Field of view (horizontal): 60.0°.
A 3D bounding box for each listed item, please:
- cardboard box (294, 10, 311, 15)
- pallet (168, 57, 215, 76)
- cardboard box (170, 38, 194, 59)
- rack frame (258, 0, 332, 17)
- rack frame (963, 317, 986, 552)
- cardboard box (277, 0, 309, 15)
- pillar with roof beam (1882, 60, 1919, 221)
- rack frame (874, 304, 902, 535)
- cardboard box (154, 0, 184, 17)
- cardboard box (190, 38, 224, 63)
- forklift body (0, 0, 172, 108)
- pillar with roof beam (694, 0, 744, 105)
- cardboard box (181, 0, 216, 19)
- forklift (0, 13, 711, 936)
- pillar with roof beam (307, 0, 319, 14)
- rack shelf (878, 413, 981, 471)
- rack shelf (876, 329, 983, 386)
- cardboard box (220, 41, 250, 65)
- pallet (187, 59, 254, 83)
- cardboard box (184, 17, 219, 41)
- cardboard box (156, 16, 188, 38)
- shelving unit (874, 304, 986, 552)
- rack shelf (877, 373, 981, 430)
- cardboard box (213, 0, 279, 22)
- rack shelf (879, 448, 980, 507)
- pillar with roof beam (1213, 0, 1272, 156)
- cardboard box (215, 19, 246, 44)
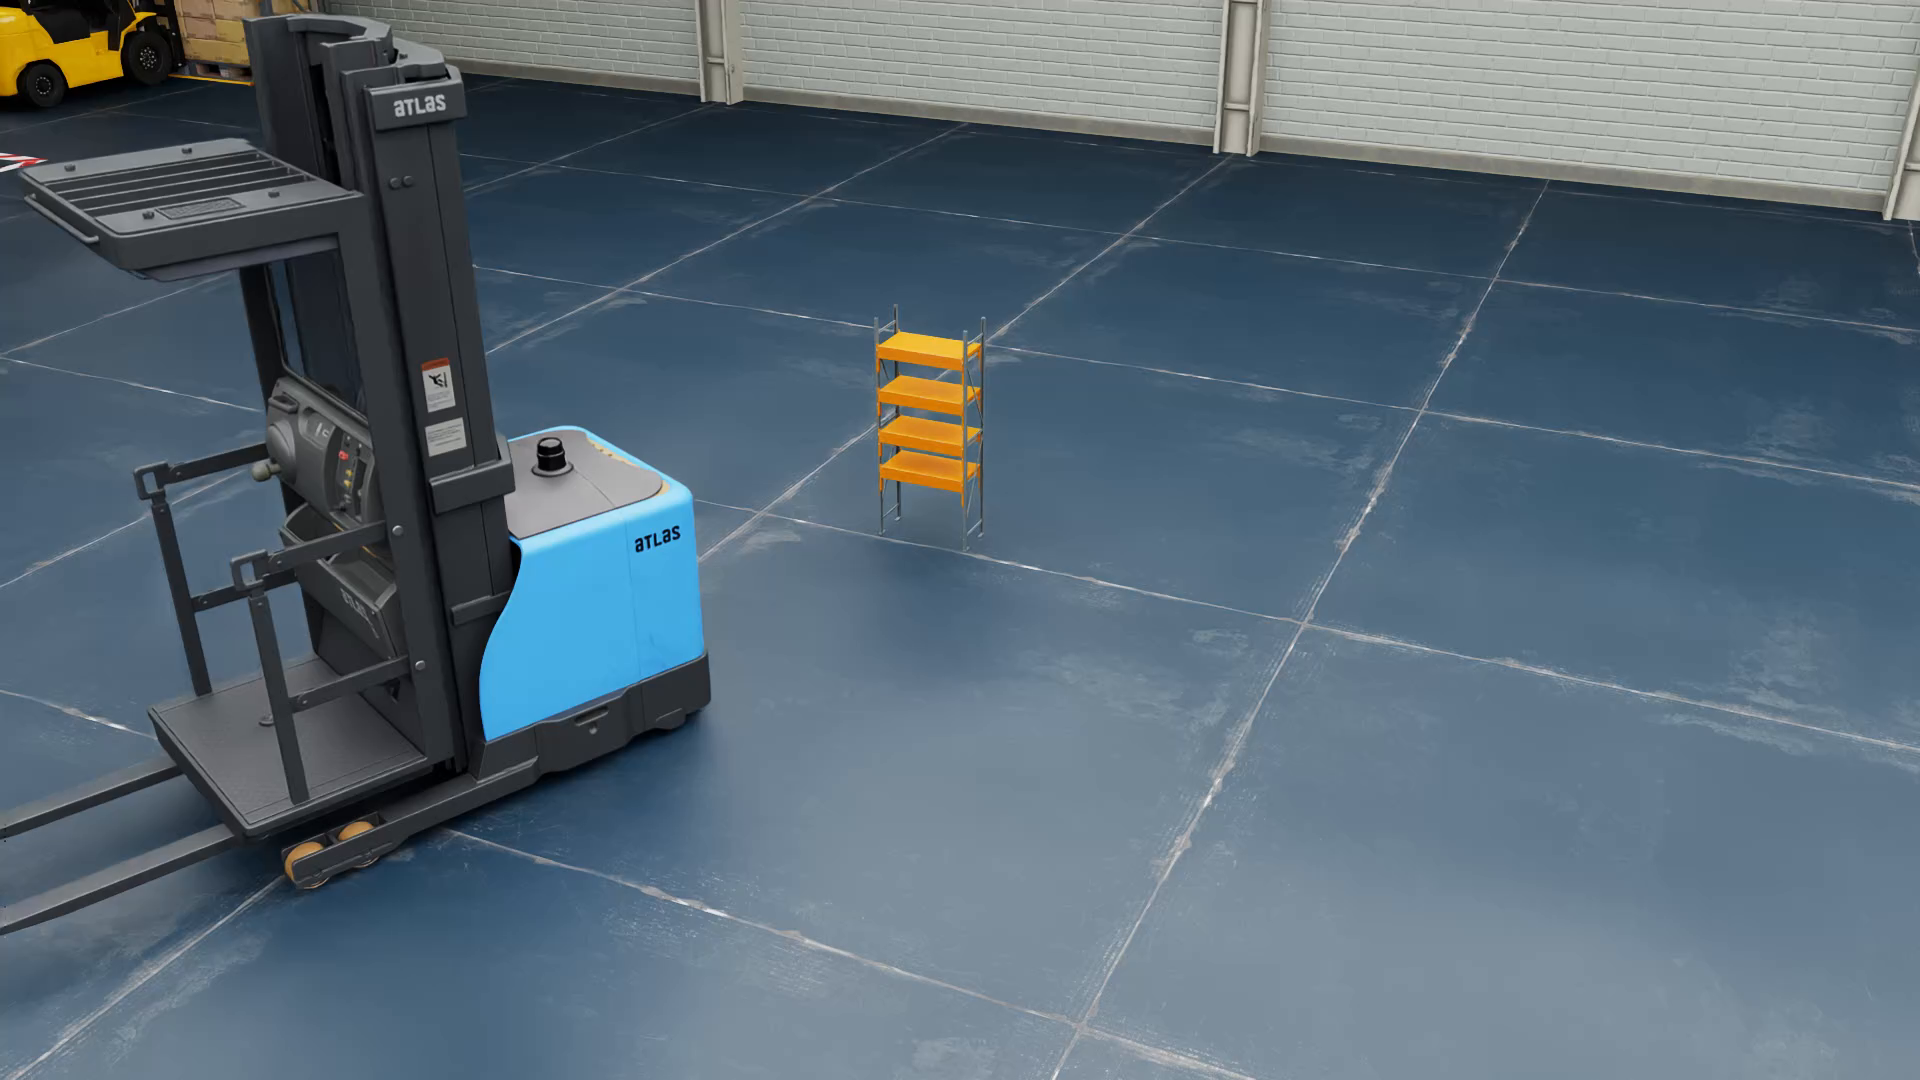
[{"bbox_3d":[-8.237,-6.293,20.206,0.500,0.250,0.500,12,29,23],"label":"cardboard box"},{"bbox_3d":[-9.715,-6.040,20.778,1.213,0.211,1.003,11,28,22],"label":"pallet"},{"bbox_3d":[-9.354,-6.047,20.275,0.500,0.250,0.500,12,29,22],"label":"cardboard box"},{"bbox_3d":[-7.895,-6.944,19.458,0.127,3.000,1.000,11,28,22],"label":"rack frame"},{"bbox_3d":[0.071,-0.524,8.456,0.015,1.200,0.240,11,28,22],"label":"rack frame"},{"bbox_3d":[-8.254,-6.511,20.085,0.500,0.250,0.500,11,28,21],"label":"cardboard box"},{"bbox_3d":[6.448,-5.103,8.927,0.400,9.000,9.100,11,28,22],"label":"pillar with roof beam"},{"bbox_3d":[-0.373,-0.613,8.637,0.015,1.200,0.240,11,28,22],"label":"rack frame"},{"bbox_3d":[-9.374,-6.485,20.032,0.500,0.250,0.500,12,29,22],"label":"cardboard box"},{"bbox_3d":[-8.902,-5.952,20.082,0.500,0.250,0.500,11,28,22],"label":"cardboard box"},{"bbox_3d":[-10.377,-6.176,18.860,1.214,2.155,2.313,11,28,22],"label":"forklift body"},{"bbox_3d":[-4.476,-7.297,13.384,0.400,9.000,9.100,11,28,22],"label":"pillar with roof beam"},{"bbox_3d":[-8.911,-6.397,19.853,0.500,0.250,0.500,12,29,23],"label":"cardboard box"},{"bbox_3d":[-2.515,-0.290,6.021,3.031,2.935,1.130,-21,33,-36],"label":"forklift"},{"bbox_3d":[-9.938,-8.394,15.612,0.400,9.000,9.100,11,28,22],"label":"pillar with roof beam"},{"bbox_3d":[-0.151,-0.508,8.576,0.480,0.148,0.258,11,28,22],"label":"rack shelf"},{"bbox_3d":[-0.151,-0.921,8.373,0.480,0.148,0.258,11,28,22],"label":"rack shelf"},{"bbox_3d":[-8.454,-5.858,19.889,0.500,0.250,0.500,12,28,22],"label":"cardboard box"},{"bbox_3d":[-8.609,-5.816,20.324,1.213,0.211,1.003,11,28,22],"label":"pallet"},{"bbox_3d":[-8.920,-6.182,19.983,0.500,0.250,0.500,11,28,21],"label":"cardboard box"},{"bbox_3d":[-9.398,-6.268,20.157,0.500,0.250,0.500,11,28,21],"label":"cardboard box"},{"bbox_3d":[-0.151,-0.569,8.546,0.503,1.200,0.258,11,28,22],"label":"shelving unit"},{"bbox_3d":[-0.151,-0.709,8.477,0.480,0.148,0.258,11,28,22],"label":"rack shelf"},{"bbox_3d":[-8.443,-6.306,19.668,0.500,0.250,0.500,12,29,24],"label":"cardboard box"},{"bbox_3d":[-0.151,-0.330,8.664,0.480,0.148,0.258,11,28,22],"label":"rack shelf"},{"bbox_3d":[0.986,-6.200,11.155,0.400,9.000,9.100,11,28,22],"label":"pillar with roof beam"},{"bbox_3d":[-8.468,-6.086,19.788,0.500,0.250,0.500,11,28,21],"label":"cardboard box"}]
